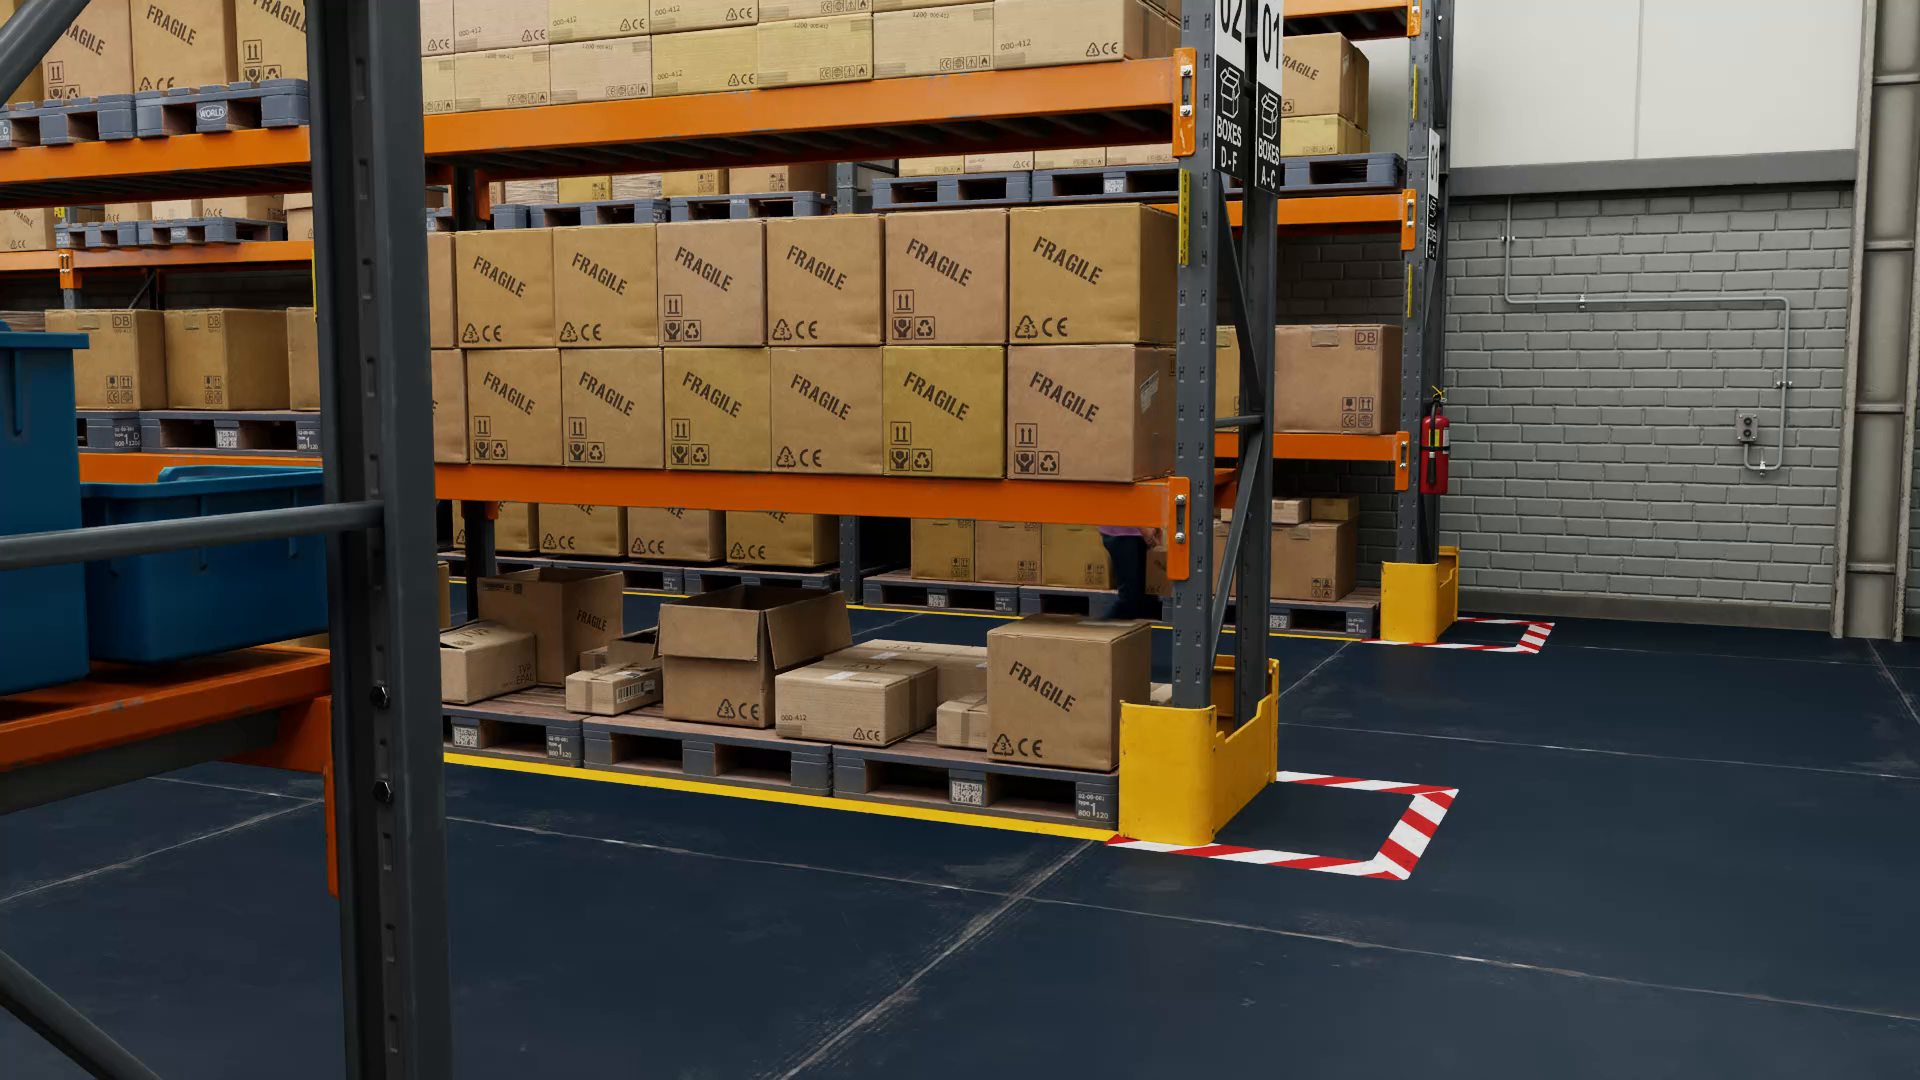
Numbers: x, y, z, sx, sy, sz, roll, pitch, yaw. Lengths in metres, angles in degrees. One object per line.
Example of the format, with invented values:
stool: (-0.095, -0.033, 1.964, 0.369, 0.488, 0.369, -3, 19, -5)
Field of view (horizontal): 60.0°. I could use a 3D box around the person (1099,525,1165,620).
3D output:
person: (0.979, -0.031, 9.463, 0.443, 1.563, 0.536, 3, 6, 26)
